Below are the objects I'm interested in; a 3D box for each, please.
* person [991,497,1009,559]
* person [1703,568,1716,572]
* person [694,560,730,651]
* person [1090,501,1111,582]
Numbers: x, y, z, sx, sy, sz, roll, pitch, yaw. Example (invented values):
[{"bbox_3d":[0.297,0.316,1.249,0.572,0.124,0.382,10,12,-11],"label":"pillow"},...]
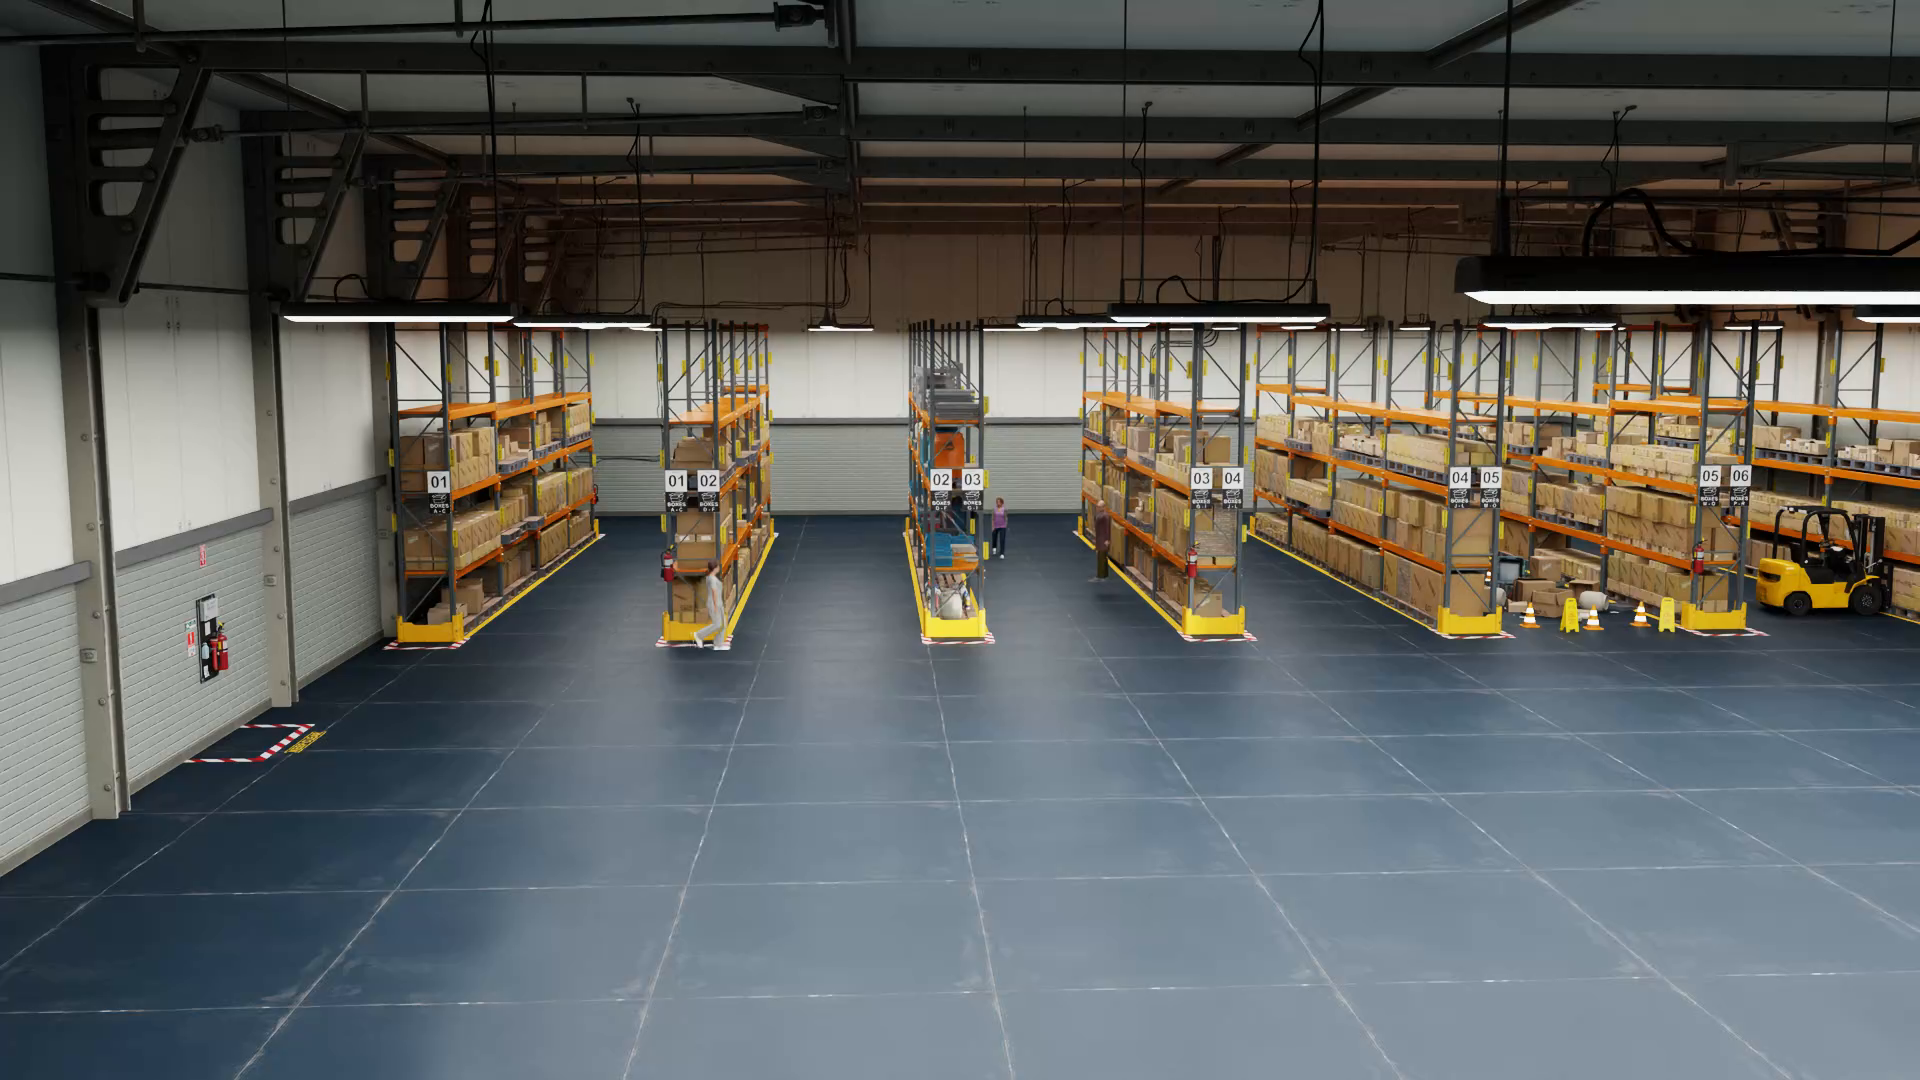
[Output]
[{"bbox_3d":[1.025,-0.318,42.605,0.481,1.572,0.639,0,7,-2],"label":"person"},{"bbox_3d":[16.480,0.362,36.735,0.569,1.676,0.497,6,9,39],"label":"person"},{"bbox_3d":[-4.493,1.186,30.080,0.624,1.650,0.437,2,7,12],"label":"person"},{"bbox_3d":[3.091,0.017,36.723,0.444,1.792,0.615,0,7,2],"label":"person"}]
